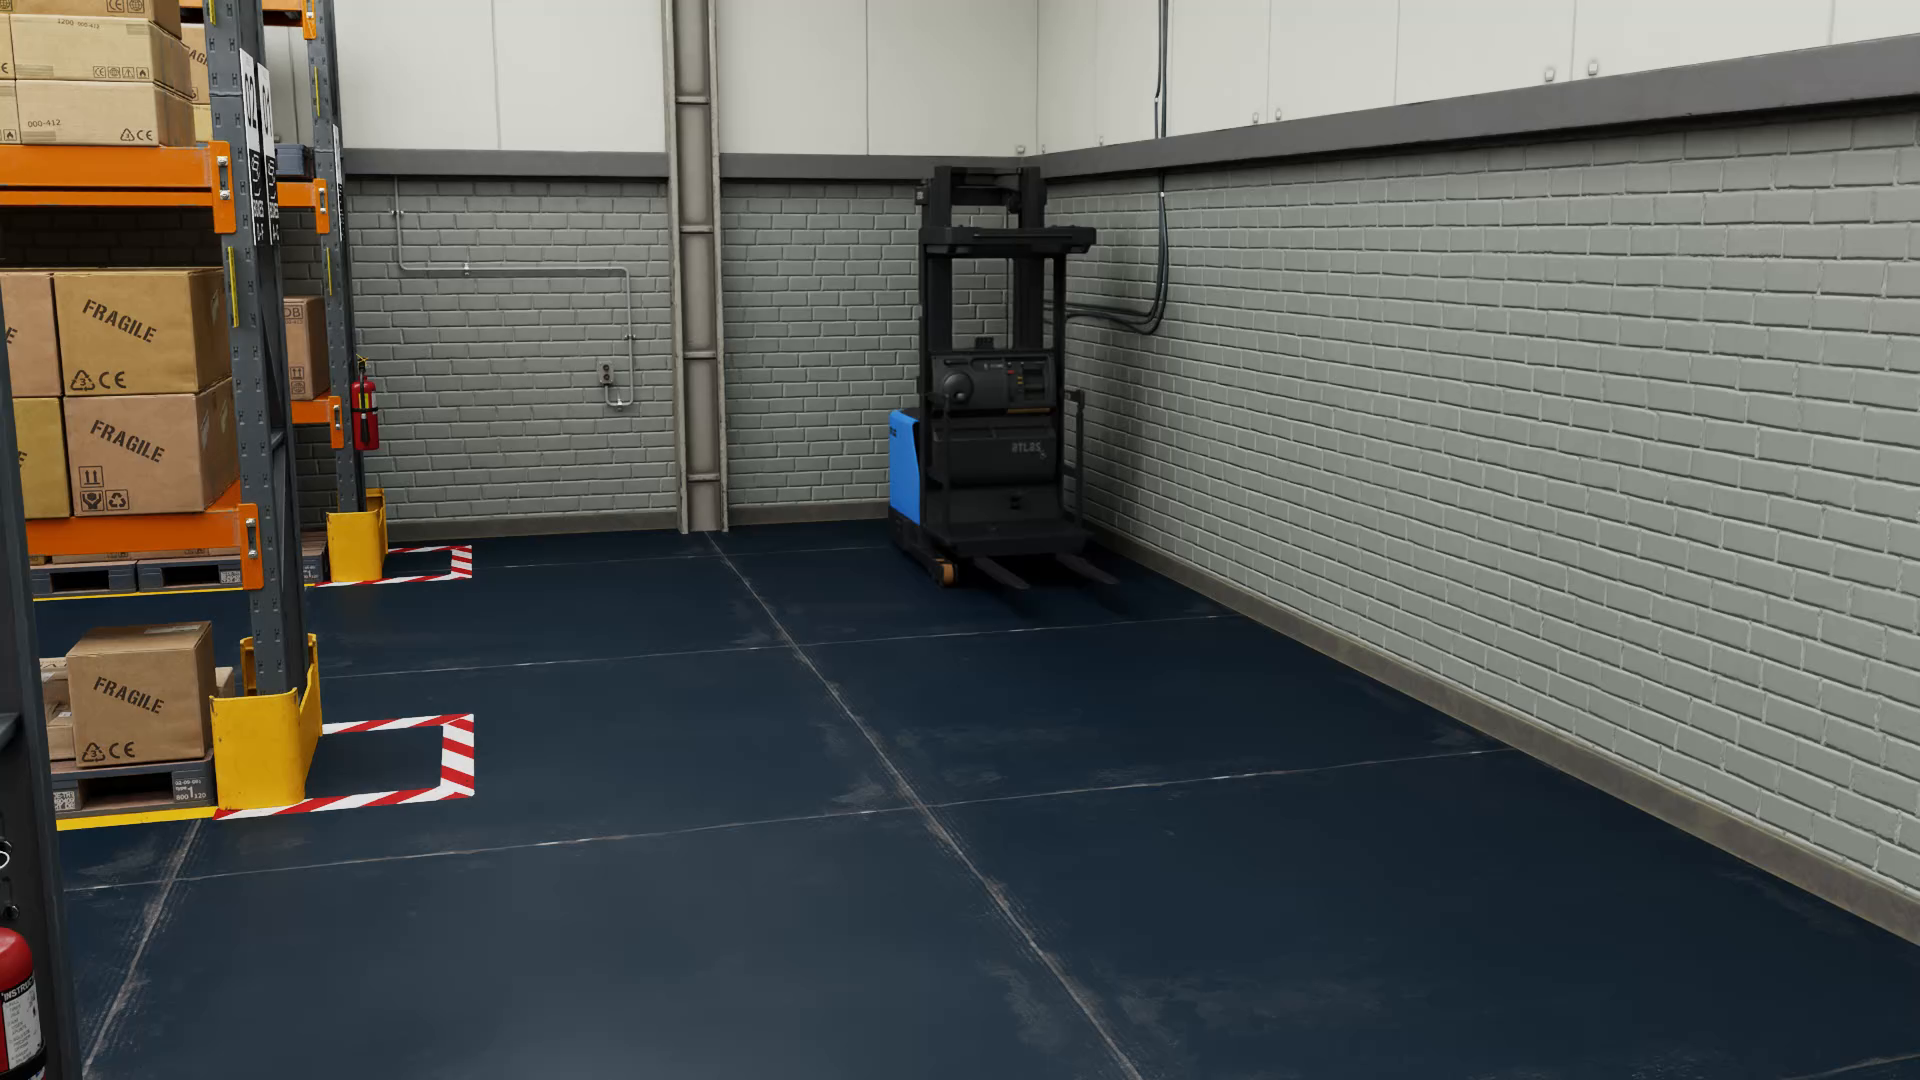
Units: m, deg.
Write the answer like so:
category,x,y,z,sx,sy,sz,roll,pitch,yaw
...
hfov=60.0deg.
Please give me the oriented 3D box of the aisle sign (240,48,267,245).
category,x,y,z,sx,sy,sz,roll,pitch,yaw
aisle sign,-2.978,-1.644,7.012,0.004,0.787,0.394,-3,11,-16

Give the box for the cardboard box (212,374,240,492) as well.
category,x,y,z,sx,sy,sz,roll,pitch,yaw
cardboard box,-3.629,-0.488,7.636,0.500,0.500,0.500,-3,11,-15

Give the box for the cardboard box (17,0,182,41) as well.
category,x,y,z,sx,sy,sz,roll,pitch,yaw
cardboard box,-3.618,-2.403,6.991,0.500,0.500,0.700,-3,11,-16

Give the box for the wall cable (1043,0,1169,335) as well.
category,x,y,z,sx,sy,sz,roll,pitch,yaw
wall cable,1.013,-2.924,13.150,0.112,2.526,3.097,-3,11,-16

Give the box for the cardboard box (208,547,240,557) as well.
category,x,y,z,sx,sy,sz,roll,pitch,yaw
cardboard box,-5.162,-0.201,12.096,0.500,0.500,0.700,-3,11,-16

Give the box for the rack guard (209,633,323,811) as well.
category,x,y,z,sx,sy,sz,roll,pitch,yaw
rack guard,-3.203,0.818,7.724,0.348,0.500,1.175,-3,11,-16

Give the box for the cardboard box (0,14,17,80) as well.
category,x,y,z,sx,sy,sz,roll,pitch,yaw
cardboard box,-4.032,-1.967,6.695,0.500,0.250,0.500,-3,11,-16

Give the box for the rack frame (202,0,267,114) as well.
category,x,y,z,sx,sy,sz,roll,pitch,yaw
rack frame,-3.130,-3.366,6.975,0.127,3.000,1.000,-3,11,-16

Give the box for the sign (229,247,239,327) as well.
category,x,y,z,sx,sy,sz,roll,pitch,yaw
sign,-2.994,-1.043,6.855,0.005,0.325,0.100,-3,11,-16

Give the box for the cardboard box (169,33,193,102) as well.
category,x,y,z,sx,sy,sz,roll,pitch,yaw
cardboard box,-3.696,-2.082,7.320,0.500,0.250,0.500,-3,11,-16

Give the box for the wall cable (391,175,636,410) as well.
category,x,y,z,sx,sy,sz,roll,pitch,yaw
wall cable,-3.553,-2.005,13.348,1.851,1.984,0.084,-3,11,-16

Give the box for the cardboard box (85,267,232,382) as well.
category,x,y,z,sx,sy,sz,roll,pitch,yaw
cardboard box,-3.629,-0.980,7.546,0.500,0.500,0.500,-3,11,-14

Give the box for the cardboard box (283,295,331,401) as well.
category,x,y,z,sx,sy,sz,roll,pitch,yaw
cardboard box,-5.005,-1.396,12.018,0.700,0.700,0.980,-3,11,-13

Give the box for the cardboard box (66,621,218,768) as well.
category,x,y,z,sx,sy,sz,roll,pitch,yaw
cardboard box,-3.583,0.668,7.323,0.500,0.500,0.500,-3,11,-16

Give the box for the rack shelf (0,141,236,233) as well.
category,x,y,z,sx,sy,sz,roll,pitch,yaw
rack shelf,-5.050,-1.436,6.762,4.000,0.370,1.077,-3,11,-16

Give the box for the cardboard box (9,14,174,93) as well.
category,x,y,z,sx,sy,sz,roll,pitch,yaw
cardboard box,-3.552,-1.992,6.833,0.500,0.250,0.500,-3,11,-16

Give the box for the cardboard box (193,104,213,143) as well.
category,x,y,z,sx,sy,sz,roll,pitch,yaw
cardboard box,-5.147,-2.850,11.438,0.500,0.250,0.500,-3,11,-14

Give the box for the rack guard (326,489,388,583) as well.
category,x,y,z,sx,sy,sz,roll,pitch,yaw
rack guard,-4.495,-0.048,12.428,0.348,0.500,1.175,-3,11,-16

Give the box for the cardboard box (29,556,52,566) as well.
category,x,y,z,sx,sy,sz,roll,pitch,yaw
cardboard box,-6.635,-0.122,11.666,0.500,0.500,0.700,-3,11,-15

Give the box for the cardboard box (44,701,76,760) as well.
category,x,y,z,sx,sy,sz,roll,pitch,yaw
cardboard box,-3.997,0.837,7.327,0.250,0.166,0.380,-3,11,-16

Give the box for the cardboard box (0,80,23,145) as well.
category,x,y,z,sx,sy,sz,roll,pitch,yaw
cardboard box,-4.032,-1.722,6.743,0.500,0.250,0.500,-3,11,-16

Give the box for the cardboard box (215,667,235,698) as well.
category,x,y,z,sx,sy,sz,roll,pitch,yaw
cardboard box,-3.628,0.732,7.946,0.250,0.149,0.380,-3,11,-16

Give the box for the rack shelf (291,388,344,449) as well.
category,x,y,z,sx,sy,sz,roll,pitch,yaw
rack shelf,-6.438,-0.821,11.710,4.000,0.370,1.077,-3,11,-16

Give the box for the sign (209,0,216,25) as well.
category,x,y,z,sx,sy,sz,roll,pitch,yaw
sign,-2.994,-2.229,6.637,0.005,0.325,0.100,-3,11,-16

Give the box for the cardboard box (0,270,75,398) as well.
category,x,y,z,sx,sy,sz,roll,pitch,yaw
cardboard box,-3.965,-0.860,6.897,0.500,0.500,0.500,-3,11,-14

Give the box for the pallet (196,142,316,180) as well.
category,x,y,z,sx,sy,sz,roll,pitch,yaw
pallet,-5.227,-2.669,11.718,1.213,0.211,1.003,-3,11,-16

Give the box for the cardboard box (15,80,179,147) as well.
category,x,y,z,sx,sy,sz,roll,pitch,yaw
cardboard box,-3.549,-1.745,6.870,0.500,0.250,0.500,-3,11,-16

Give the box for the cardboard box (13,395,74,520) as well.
category,x,y,z,sx,sy,sz,roll,pitch,yaw
cardboard box,-3.981,-0.368,6.983,0.500,0.500,0.500,-3,11,-15

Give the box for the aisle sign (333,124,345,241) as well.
category,x,y,z,sx,sy,sz,roll,pitch,yaw
aisle sign,-4.365,-2.506,11.696,0.004,0.787,0.394,-3,11,-16

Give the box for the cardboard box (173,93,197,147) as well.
category,x,y,z,sx,sy,sz,roll,pitch,yaw
cardboard box,-3.694,-1.835,7.359,0.500,0.250,0.500,-3,11,-16

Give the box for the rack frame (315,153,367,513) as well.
category,x,y,z,sx,sy,sz,roll,pitch,yaw
rack frame,-4.518,-1.276,12.195,0.127,3.000,1.000,-3,11,-16

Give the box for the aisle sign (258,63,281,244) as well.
category,x,y,z,sx,sy,sz,roll,pitch,yaw
aisle sign,-3.146,-1.748,7.579,0.004,0.787,0.394,-3,11,-16

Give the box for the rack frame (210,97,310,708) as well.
category,x,y,z,sx,sy,sz,roll,pitch,yaw
rack frame,-3.130,-0.415,7.518,0.127,3.000,1.000,-3,11,-16

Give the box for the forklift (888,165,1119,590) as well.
category,x,y,z,sx,sy,sz,roll,pitch,yaw
forklift,0.307,-1.191,11.923,1.130,2.935,3.031,-3,11,-15

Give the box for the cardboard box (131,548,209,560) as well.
category,x,y,z,sx,sy,sz,roll,pitch,yaw
cardboard box,-5.642,-0.175,11.959,0.500,0.500,0.700,-3,11,-16

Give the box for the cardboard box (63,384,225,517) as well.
category,x,y,z,sx,sy,sz,roll,pitch,yaw
cardboard box,-3.484,-0.395,7.129,0.500,0.500,0.500,-3,11,-14

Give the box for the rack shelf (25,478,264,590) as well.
category,x,y,z,sx,sy,sz,roll,pitch,yaw
rack shelf,-5.050,0.040,7.034,4.000,0.370,1.077,-3,11,-16

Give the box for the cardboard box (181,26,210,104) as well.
category,x,y,z,sx,sy,sz,roll,pitch,yaw
cardboard box,-5.144,-3.218,11.363,0.500,0.500,0.500,-3,11,-16

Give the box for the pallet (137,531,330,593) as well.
category,x,y,z,sx,sy,sz,roll,pitch,yaw
pallet,-5.264,0.149,12.154,1.213,0.211,1.003,-3,11,-16

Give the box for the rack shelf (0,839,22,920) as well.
category,x,y,z,sx,sy,sz,roll,pitch,yaw
rack shelf,-3.669,0.901,2.355,4.000,0.370,1.077,-3,11,-16

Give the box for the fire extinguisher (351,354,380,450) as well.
category,x,y,z,sx,sy,sz,roll,pitch,yaw
fire extinguisher,-4.244,-0.982,11.841,0.183,0.674,0.296,-3,11,-16

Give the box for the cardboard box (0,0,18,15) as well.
category,x,y,z,sx,sy,sz,roll,pitch,yaw
cardboard box,-4.122,-2.392,6.933,0.500,0.500,0.700,-3,11,-16

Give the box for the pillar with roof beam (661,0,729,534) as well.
category,x,y,z,sx,sy,sz,roll,pitch,yaw
pillar with roof beam,-0.964,-3.765,9.146,0.400,9.000,9.100,-3,11,-16

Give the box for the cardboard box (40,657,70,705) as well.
category,x,y,z,sx,sy,sz,roll,pitch,yaw
cardboard box,-4.211,0.724,7.708,0.500,0.250,0.500,-3,11,-16

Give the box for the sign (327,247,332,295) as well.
category,x,y,z,sx,sy,sz,roll,pitch,yaw
sign,-4.379,-1.867,11.552,0.005,0.325,0.100,-3,11,-16

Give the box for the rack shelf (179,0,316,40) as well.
category,x,y,z,sx,sy,sz,roll,pitch,yaw
rack shelf,-6.438,-3.575,11.203,4.000,0.370,1.077,-3,11,-16

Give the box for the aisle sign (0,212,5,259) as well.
category,x,y,z,sx,sy,sz,roll,pitch,yaw
aisle sign,-1.763,-0.888,2.905,0.004,0.787,0.394,-3,11,-16

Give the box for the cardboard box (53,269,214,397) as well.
category,x,y,z,sx,sy,sz,roll,pitch,yaw
cardboard box,-3.480,-0.886,7.037,0.500,0.500,0.500,-3,11,-16

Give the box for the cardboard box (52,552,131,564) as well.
category,x,y,z,sx,sy,sz,roll,pitch,yaw
cardboard box,-6.125,-0.150,11.820,0.500,0.500,0.700,-3,11,-18

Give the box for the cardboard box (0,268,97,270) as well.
category,x,y,z,sx,sy,sz,roll,pitch,yaw
cardboard box,-4.129,-0.952,7.395,0.500,0.500,0.500,-3,11,-15

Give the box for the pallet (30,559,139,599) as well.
category,x,y,z,sx,sy,sz,roll,pitch,yaw
pallet,-6.433,0.210,11.822,1.213,0.211,1.003,-3,11,-16

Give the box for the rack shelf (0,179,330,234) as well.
category,x,y,z,sx,sy,sz,roll,pitch,yaw
rack shelf,-6.438,-2.297,11.439,4.000,0.370,1.077,-3,11,-16

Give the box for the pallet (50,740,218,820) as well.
category,x,y,z,sx,sy,sz,roll,pitch,yaw
pallet,-3.968,1.000,7.530,1.213,0.211,1.003,-3,11,-16

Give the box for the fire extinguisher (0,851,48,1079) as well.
category,x,y,z,sx,sy,sz,roll,pitch,yaw
fire extinguisher,-1.477,0.739,2.493,0.183,0.674,0.296,-3,11,-16

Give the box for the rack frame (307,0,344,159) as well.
category,x,y,z,sx,sy,sz,roll,pitch,yaw
rack frame,-4.518,-4.227,11.652,0.127,3.000,1.000,-3,11,-16

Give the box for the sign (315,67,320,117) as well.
category,x,y,z,sx,sy,sz,roll,pitch,yaw
sign,-4.379,-3.053,11.334,0.005,0.325,0.100,-3,11,-16
